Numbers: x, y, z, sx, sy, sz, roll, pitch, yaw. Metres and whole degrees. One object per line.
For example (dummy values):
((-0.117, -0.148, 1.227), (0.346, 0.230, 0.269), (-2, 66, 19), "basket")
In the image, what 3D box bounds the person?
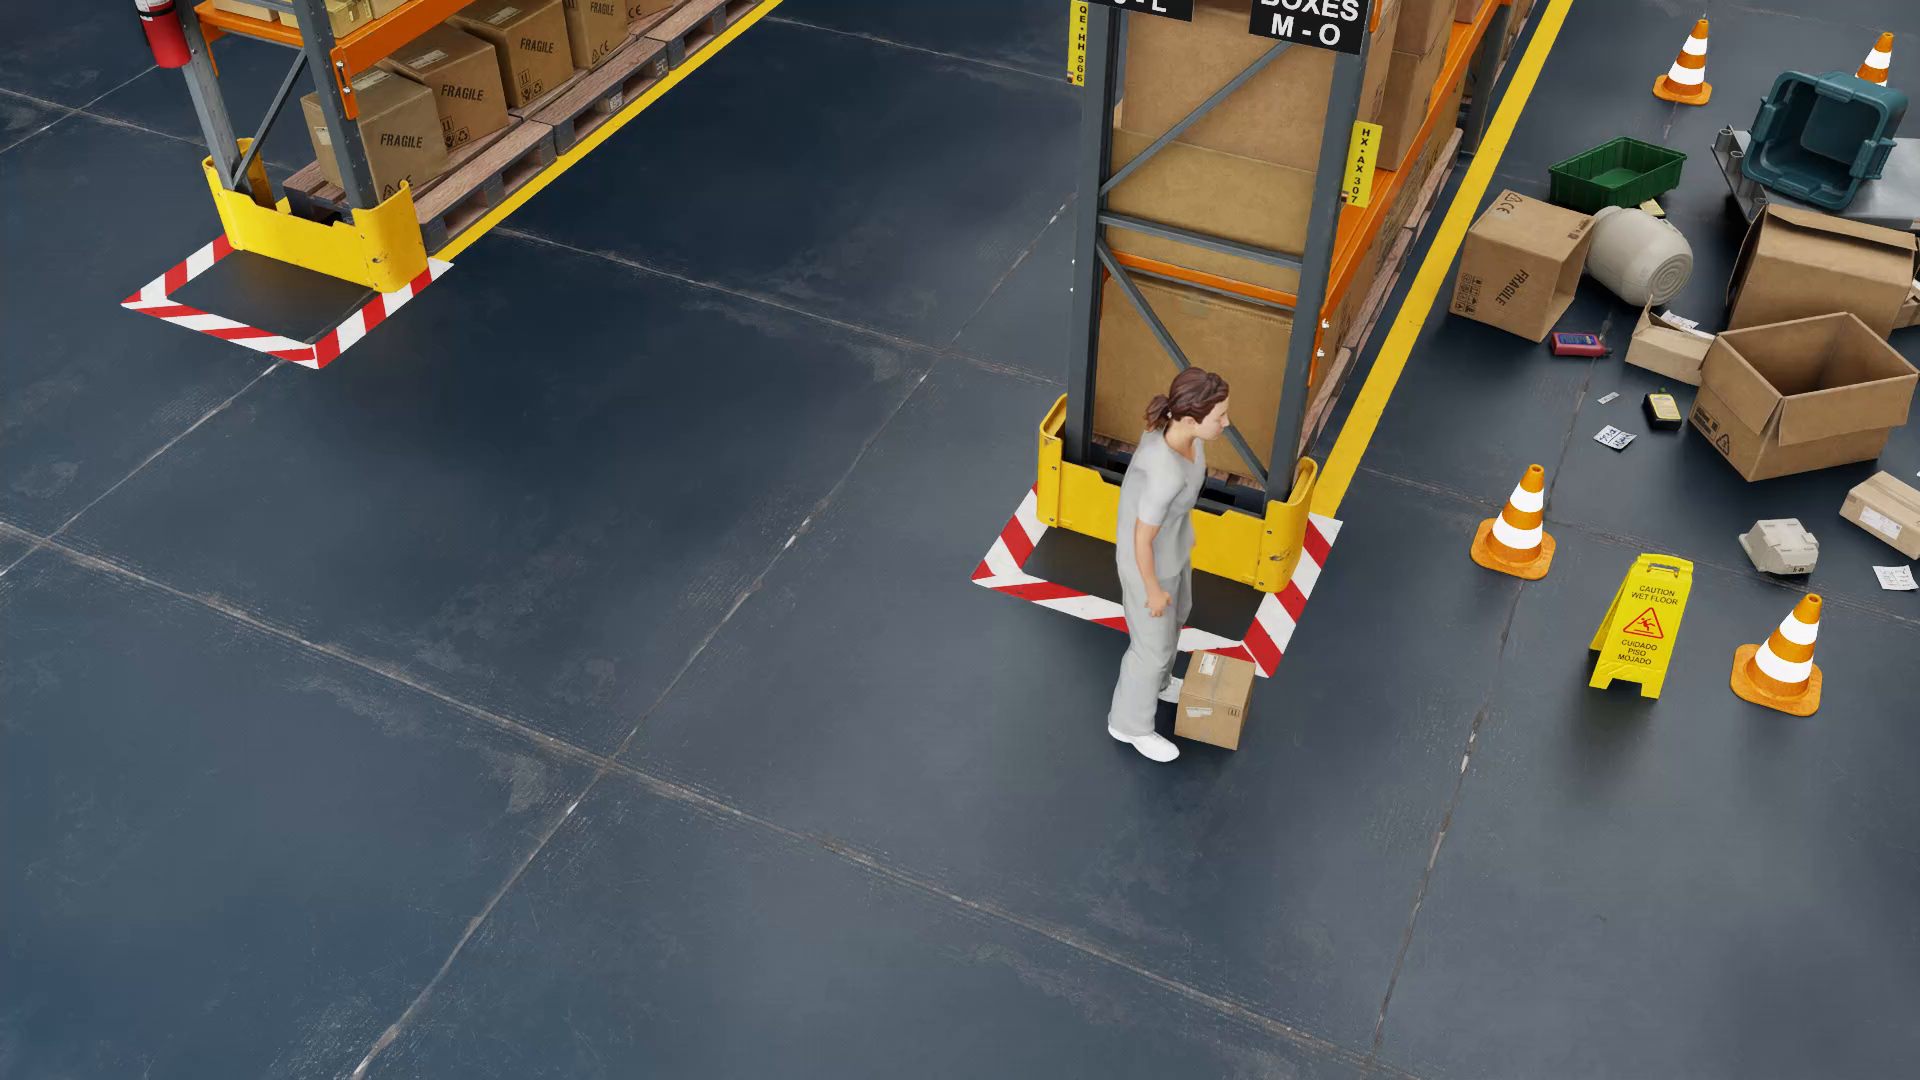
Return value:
((0.752, 0.066, 6.091), (0.361, 1.669, 0.487), (14, 44, 15), "person")
